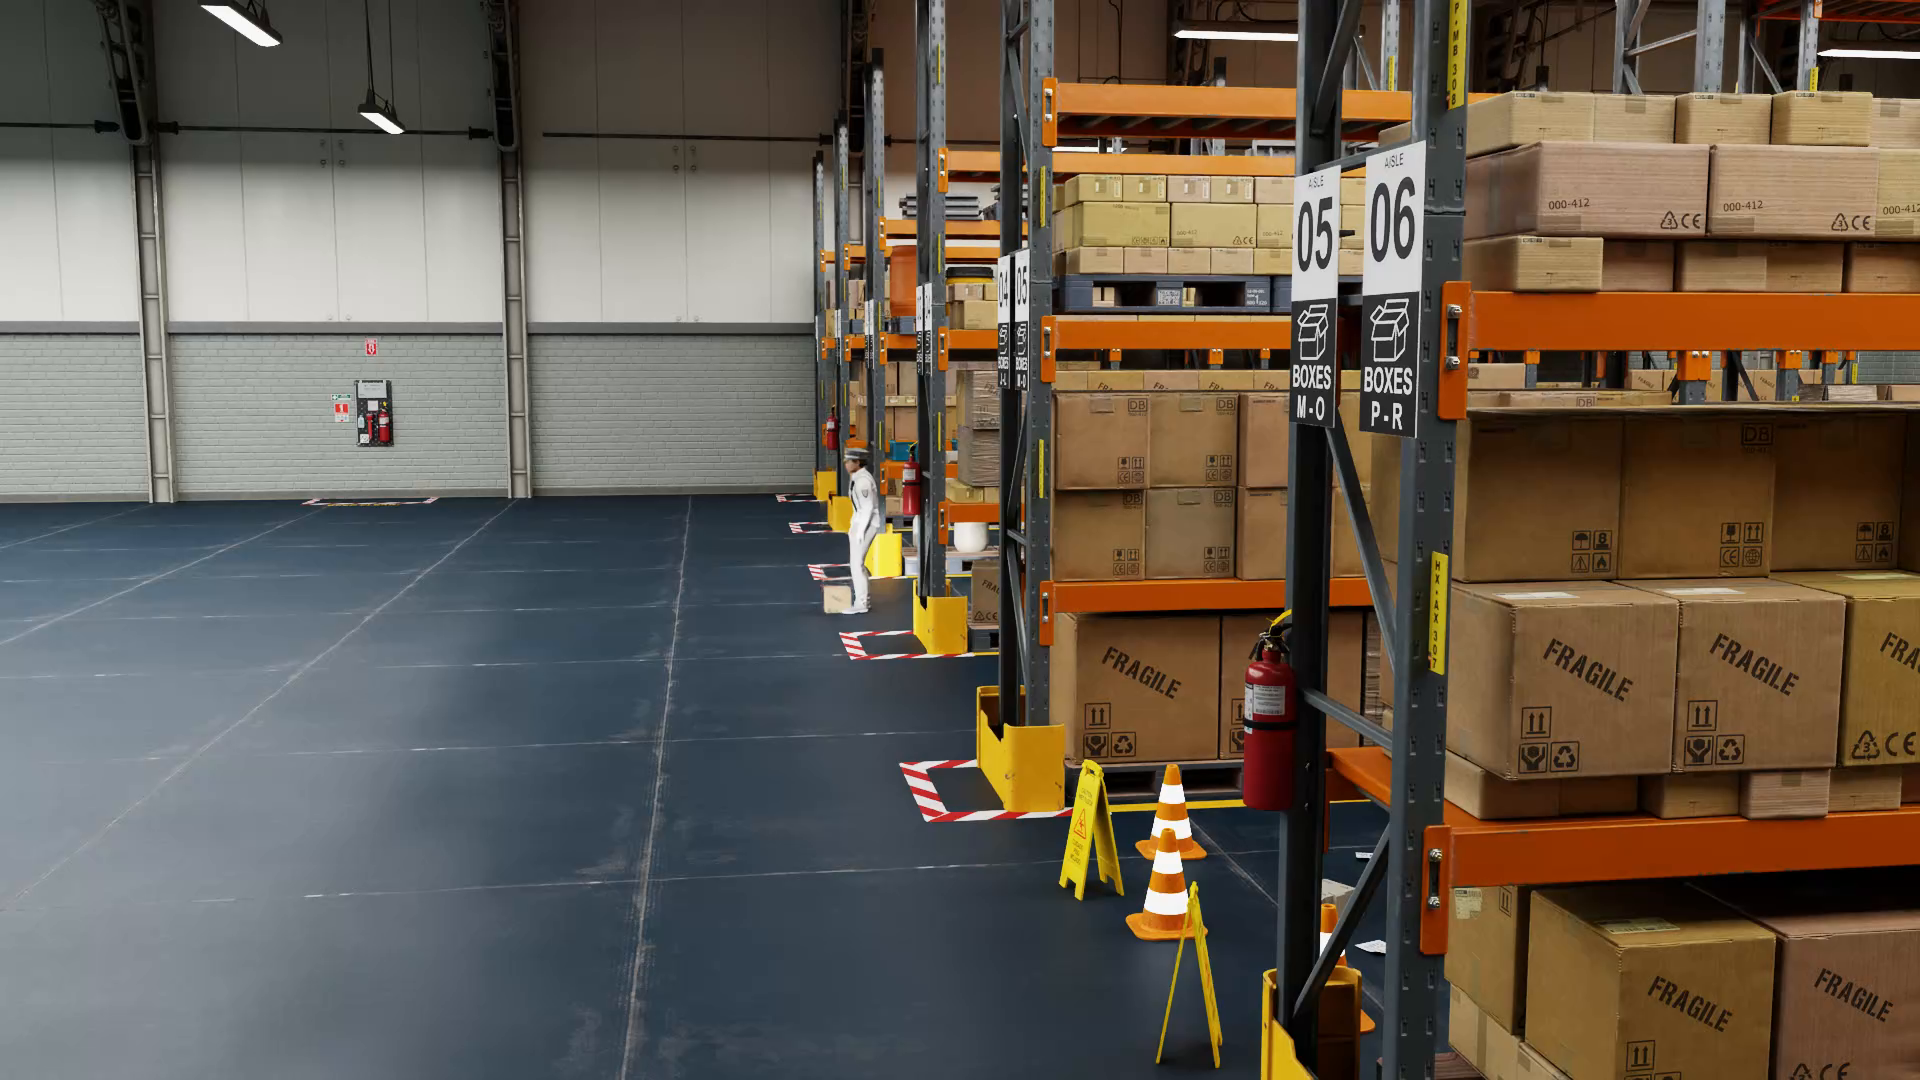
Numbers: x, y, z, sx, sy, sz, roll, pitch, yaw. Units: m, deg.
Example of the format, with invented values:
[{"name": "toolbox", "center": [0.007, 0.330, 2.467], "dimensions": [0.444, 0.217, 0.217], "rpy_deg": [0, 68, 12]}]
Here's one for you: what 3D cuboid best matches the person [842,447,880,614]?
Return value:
[{"name": "person", "center": [-1.016, -0.102, 16.708], "dimensions": [0.412, 1.663, 0.518], "rpy_deg": [-1, 7, -11]}]
